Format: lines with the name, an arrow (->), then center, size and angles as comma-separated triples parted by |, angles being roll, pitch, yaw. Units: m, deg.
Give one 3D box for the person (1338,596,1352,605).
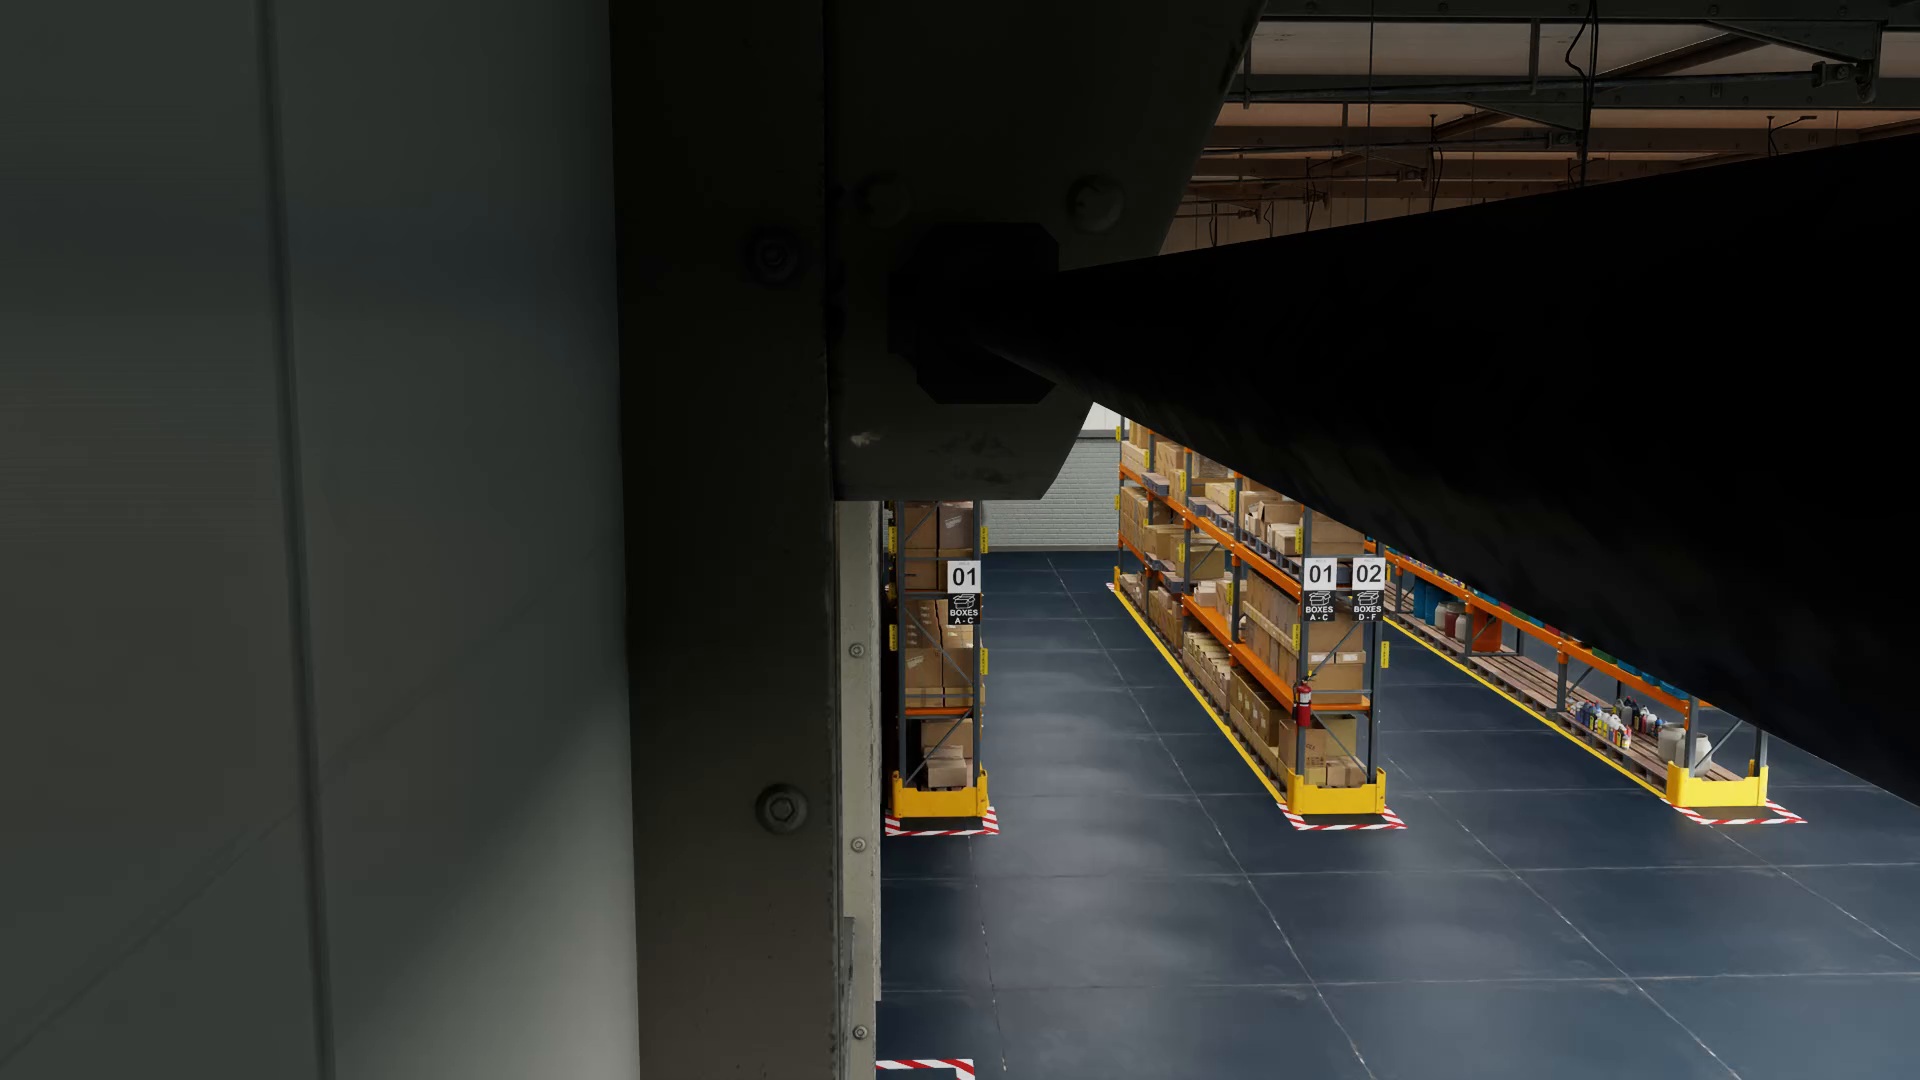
person -> 7.476, 0.869, 32.147 | 0.674, 1.709, 0.701 | -2, 8, -14
